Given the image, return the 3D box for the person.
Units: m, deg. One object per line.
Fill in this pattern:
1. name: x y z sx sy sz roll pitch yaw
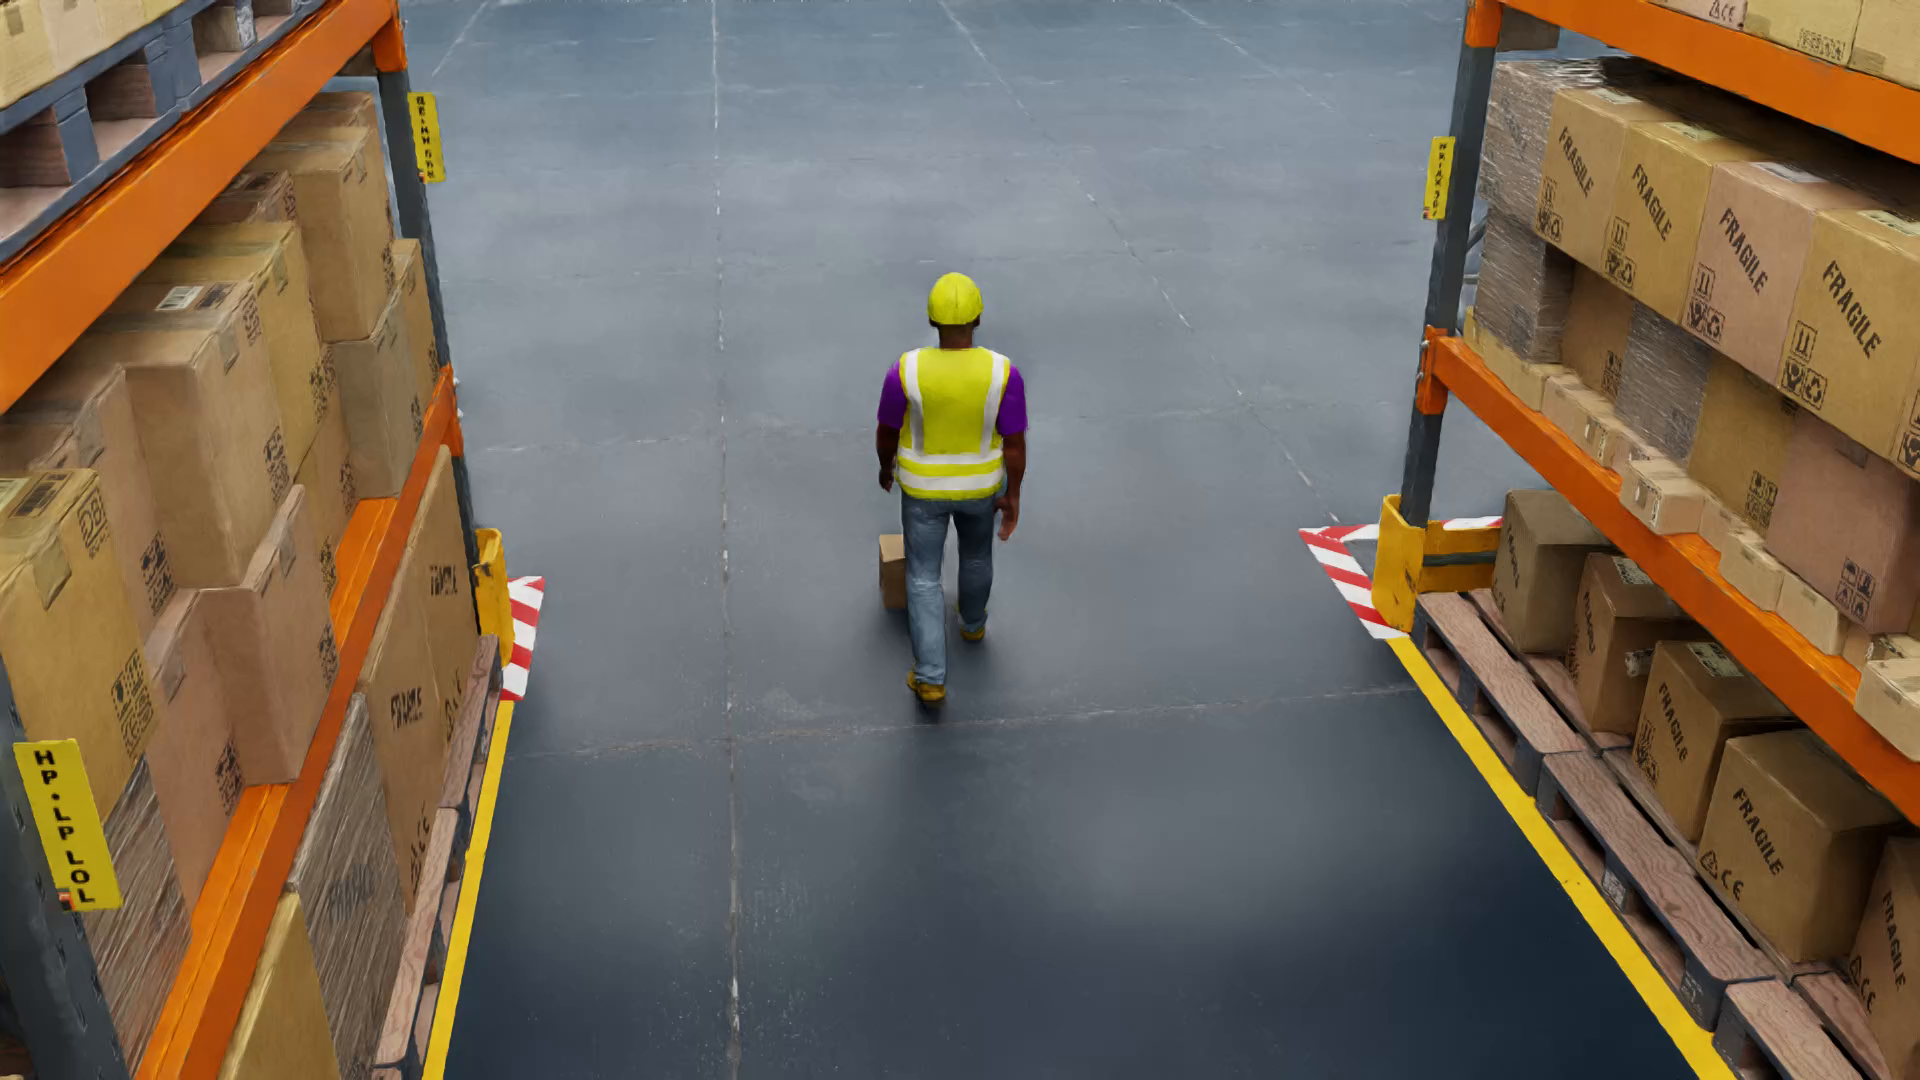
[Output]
1. person: -0.050 -0.264 6.627 0.570 1.744 0.890 -3 27 -6
